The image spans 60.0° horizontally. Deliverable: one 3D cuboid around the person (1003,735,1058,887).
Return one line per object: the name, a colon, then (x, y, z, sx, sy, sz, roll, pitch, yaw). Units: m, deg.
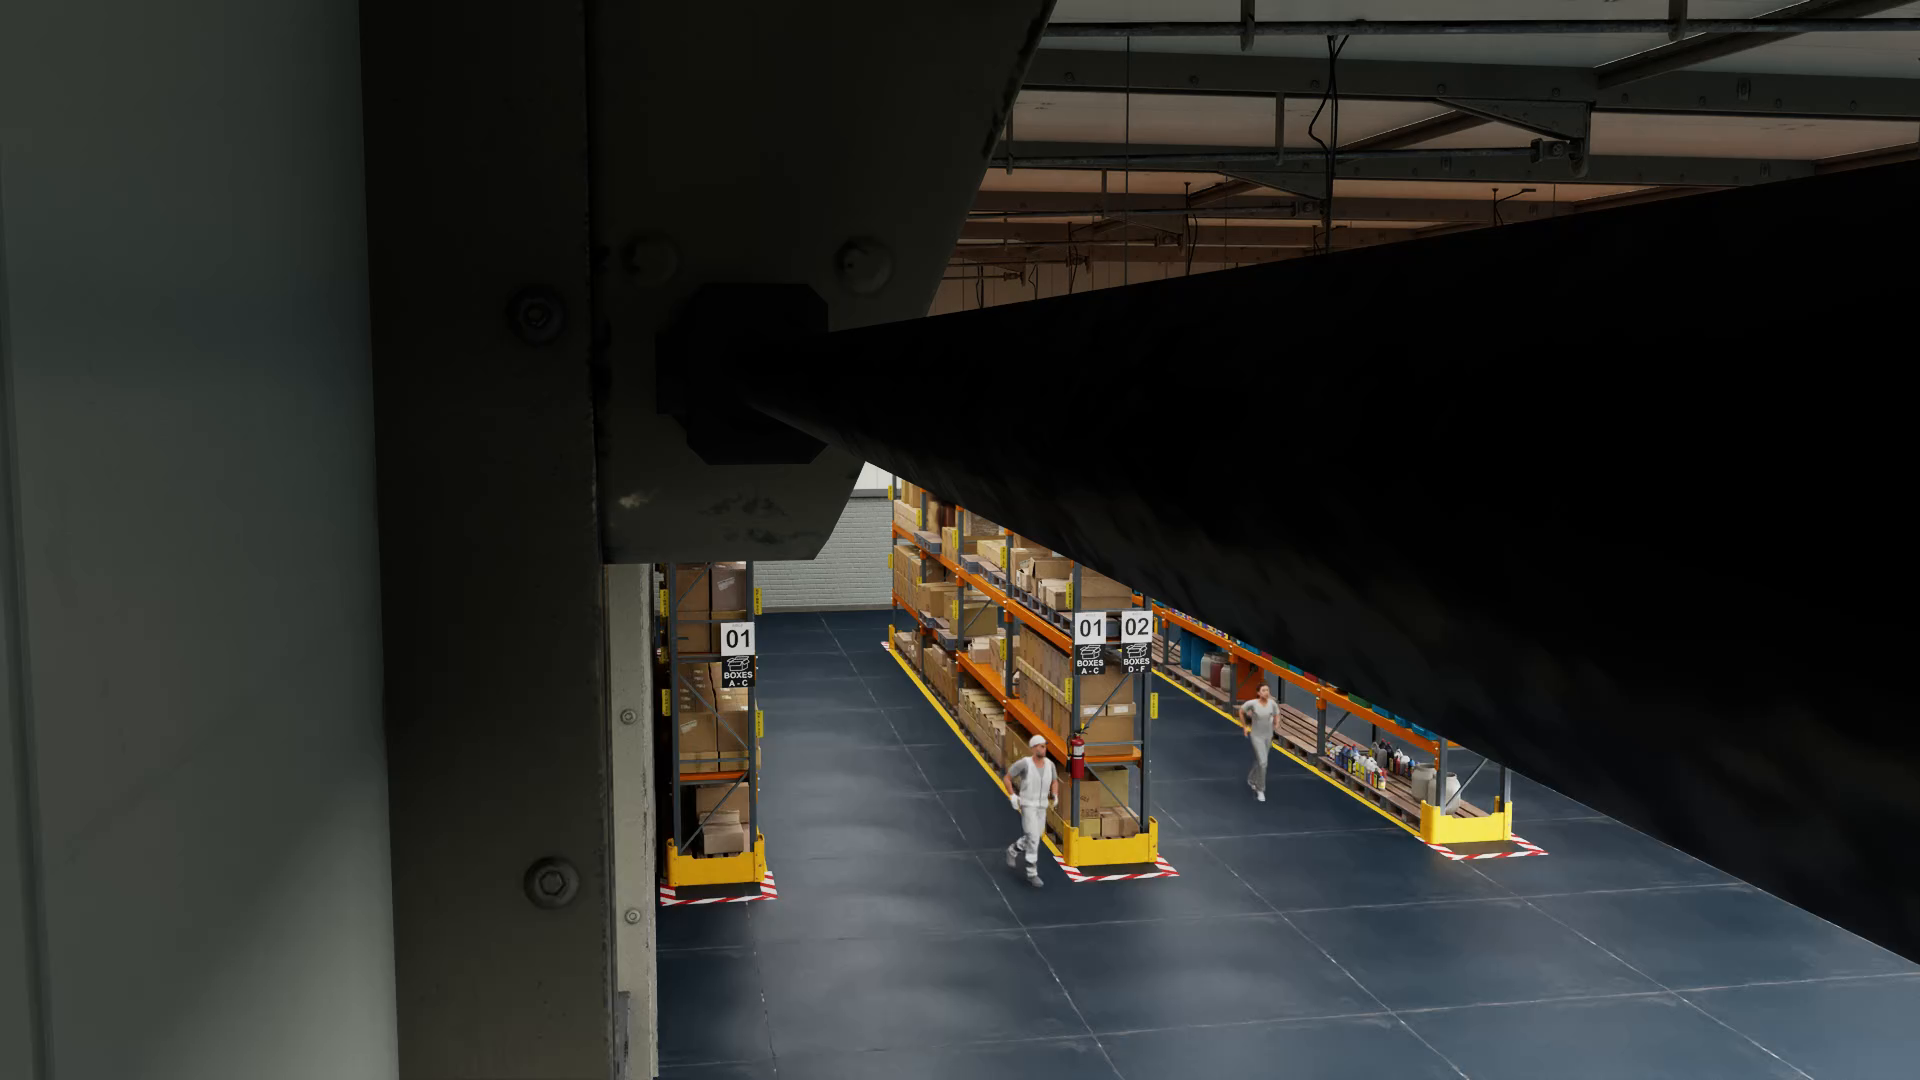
person: (0.902, 3.266, 20.333, 0.704, 1.771, 0.771, -4, 7, -33)

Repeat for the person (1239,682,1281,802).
person: (4.372, 2.903, 24.137, 0.555, 1.720, 0.753, -2, 7, -18)
